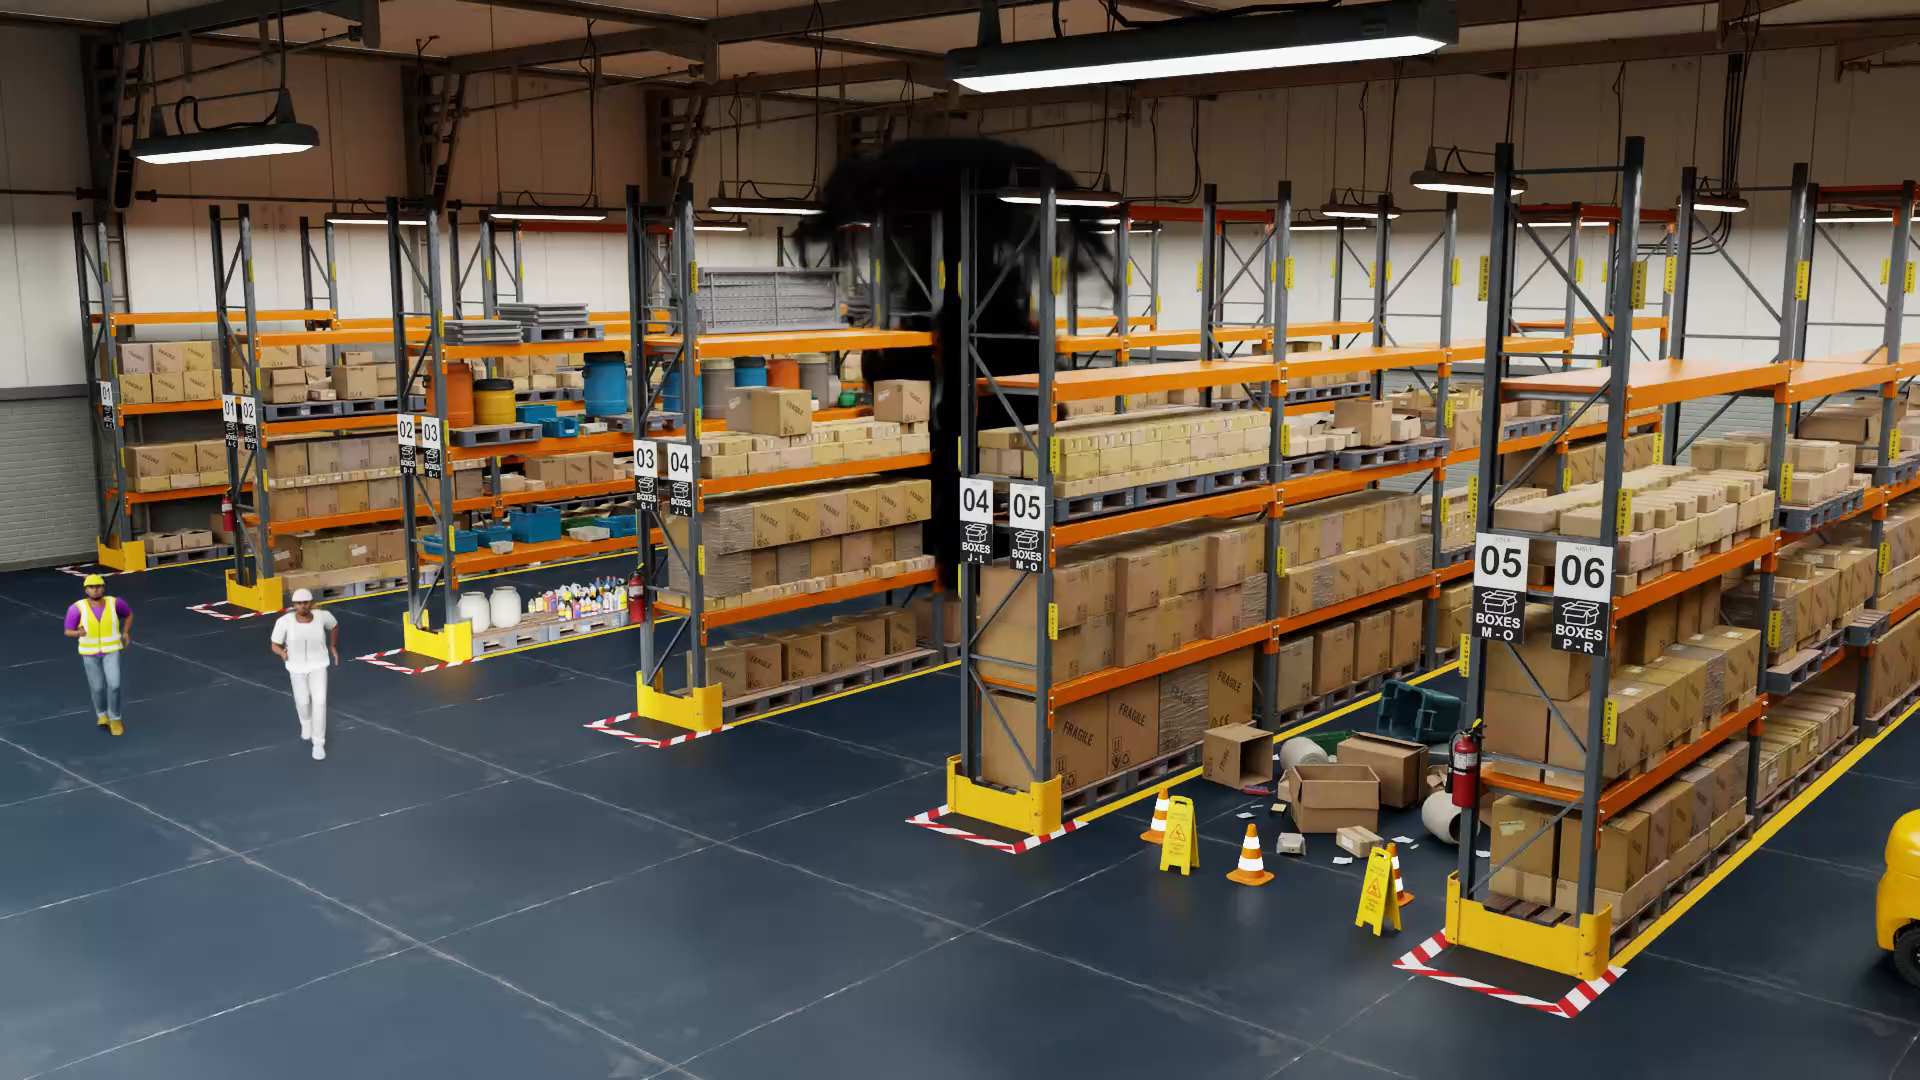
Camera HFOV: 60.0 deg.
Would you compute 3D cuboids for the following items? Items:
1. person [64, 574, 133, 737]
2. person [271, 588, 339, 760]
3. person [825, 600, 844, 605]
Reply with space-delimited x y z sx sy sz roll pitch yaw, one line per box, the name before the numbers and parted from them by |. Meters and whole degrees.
person | -9.470 1.273 18.341 0.676 1.815 0.710 -5 11 -26
person | -6.945 1.363 17.679 0.663 1.764 0.980 -3 10 -18
person | -1.867 0.070 23.866 0.685 1.802 0.604 6 11 31
